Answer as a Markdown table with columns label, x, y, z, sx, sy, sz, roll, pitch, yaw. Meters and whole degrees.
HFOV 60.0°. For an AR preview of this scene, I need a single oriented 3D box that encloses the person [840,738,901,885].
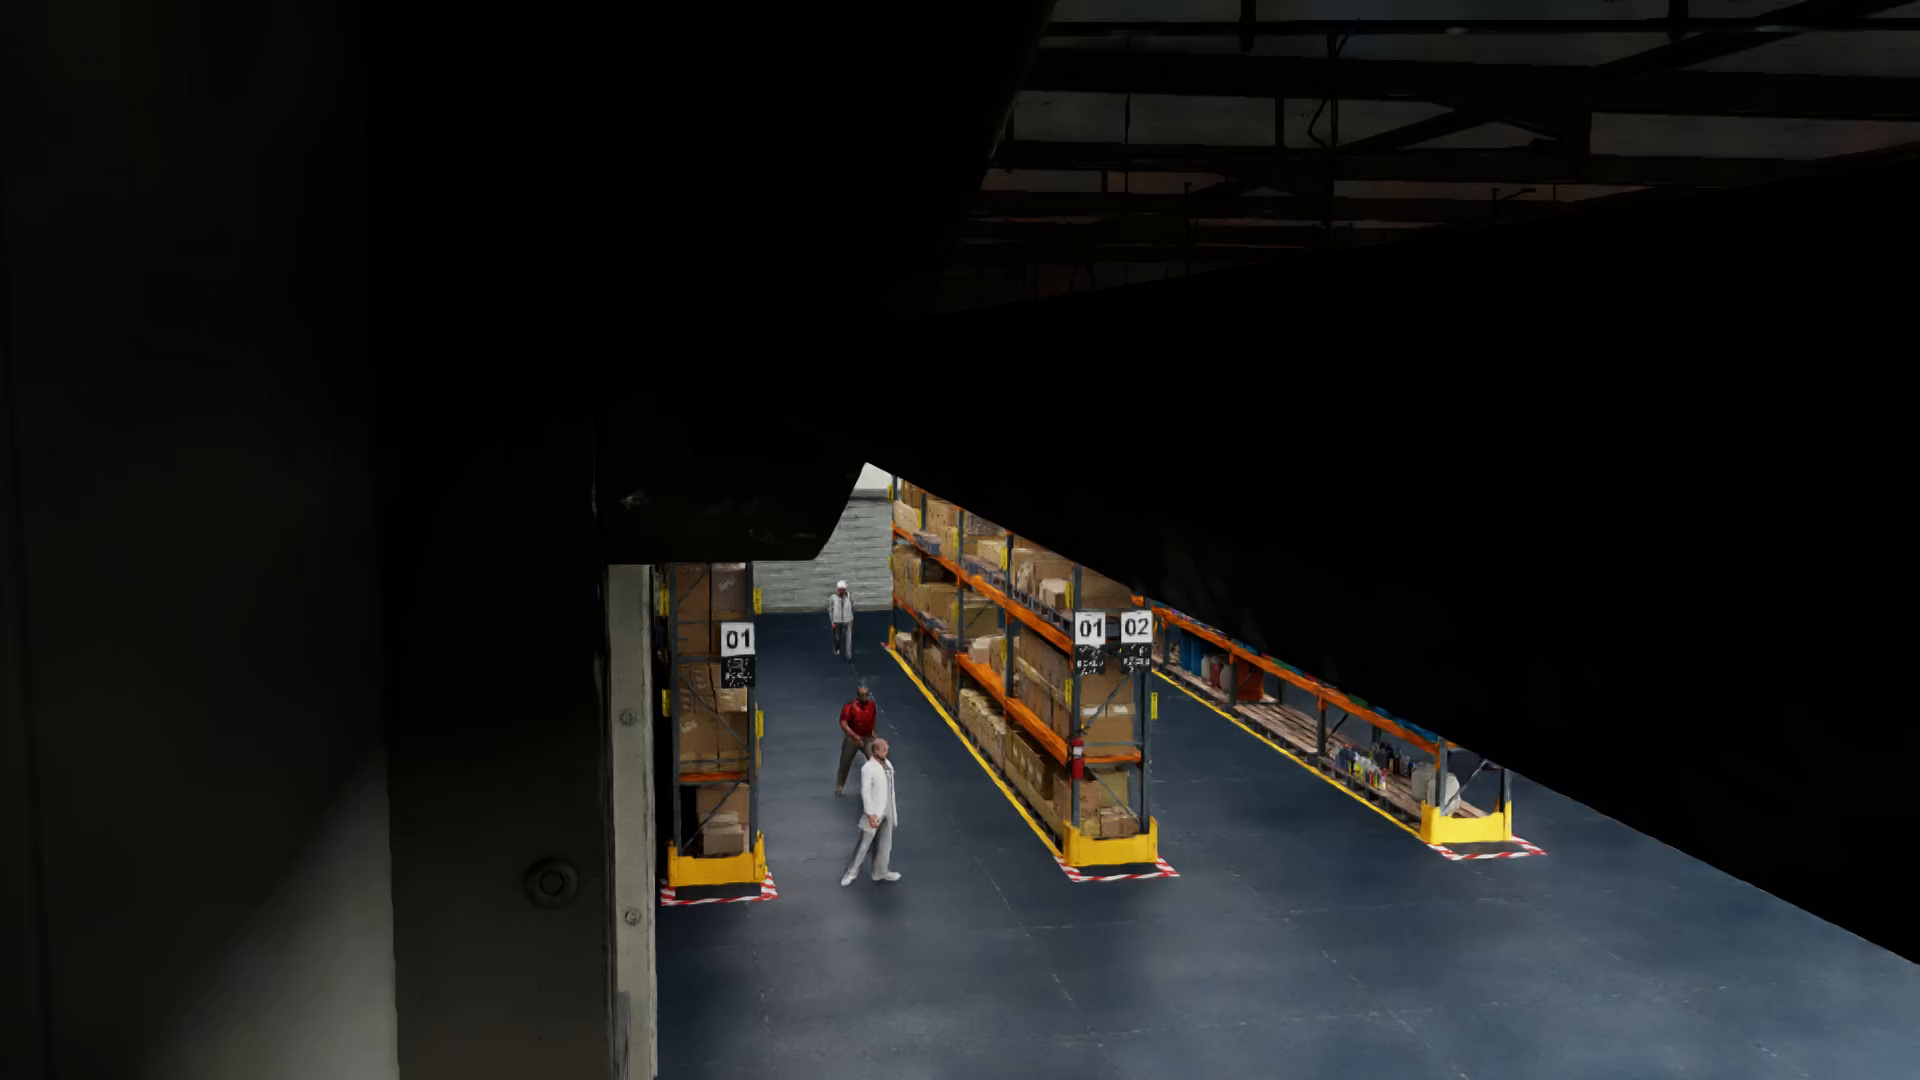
| label | x | y | z | sx | sy | sz | roll | pitch | yaw |
| --- | --- | --- | --- | --- | --- | --- | --- | --- | --- |
| person | -1.096 | 3.281 | 20.109 | 0.512 | 1.774 | 0.777 | 4 | 8 | 35 |

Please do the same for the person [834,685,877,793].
| label | x | y | z | sx | sy | sz | roll | pitch | yaw |
| --- | --- | --- | --- | --- | --- | --- | --- | --- | --- |
| person | -1.453 | 2.890 | 24.130 | 0.700 | 1.658 | 0.863 | -3 | 7 | -27 |

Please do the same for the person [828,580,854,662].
| label | x | y | z | sx | sy | sz | roll | pitch | yaw |
| --- | --- | --- | --- | --- | --- | --- | --- | --- | --- |
| person | -2.508 | 1.681 | 35.121 | 0.543 | 1.700 | 1.115 | -1 | 6 | -8 |

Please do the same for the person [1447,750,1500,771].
| label | x | y | z | sx | sy | sz | roll | pitch | yaw |
| --- | --- | --- | --- | --- | --- | --- | --- | --- | --- |
| person | 7.860 | 2.773 | 25.683 | 0.661 | 1.570 | 0.805 | -3 | 7 | -28 |
